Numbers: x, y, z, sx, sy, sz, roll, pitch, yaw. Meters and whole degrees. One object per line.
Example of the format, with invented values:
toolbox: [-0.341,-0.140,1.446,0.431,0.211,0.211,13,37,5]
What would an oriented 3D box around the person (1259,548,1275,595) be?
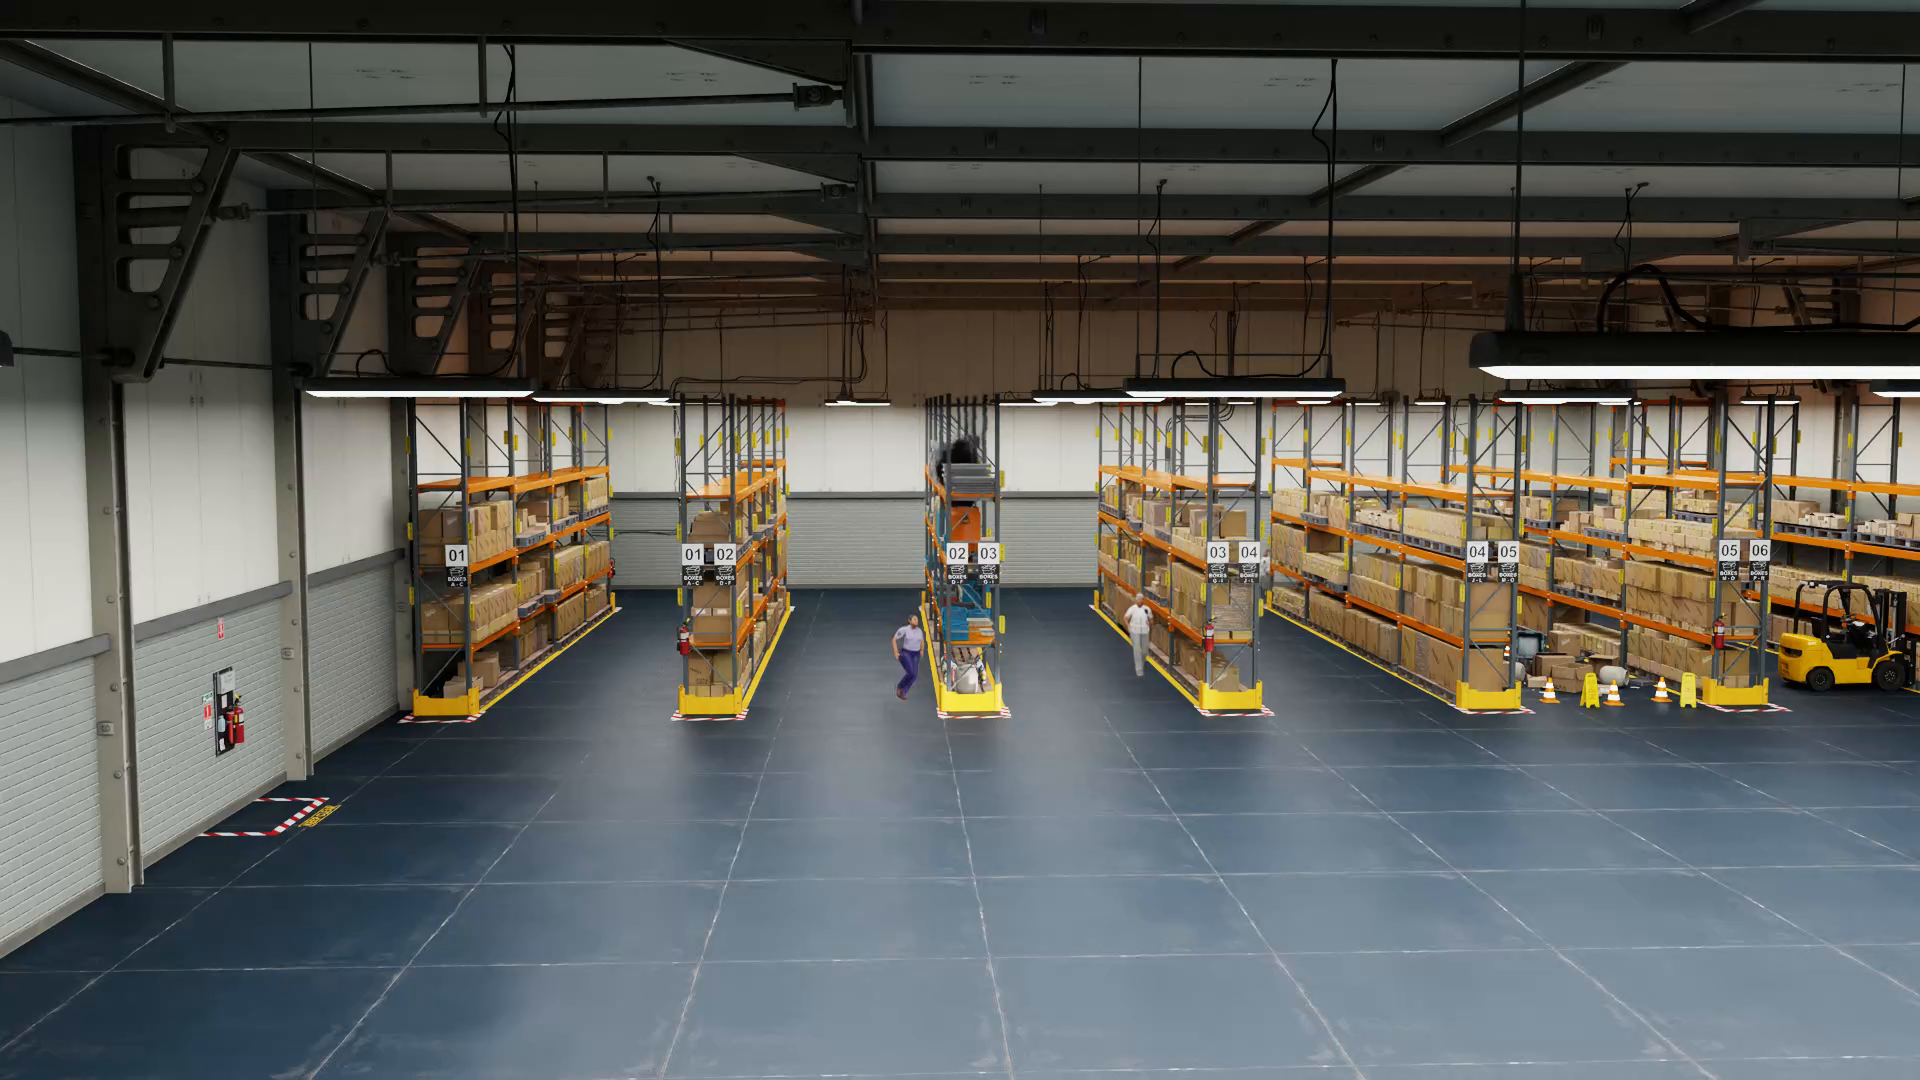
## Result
person: [8.977,1.057,48.853,0.814,1.685,0.638,-3,5,-30]

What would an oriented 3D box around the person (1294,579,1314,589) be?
person: [10.063,0.999,48.965,0.709,1.722,0.908,-4,6,-43]

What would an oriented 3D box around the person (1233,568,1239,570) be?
person: [7.647,1.060,48.102,1.004,1.720,0.839,3,6,36]

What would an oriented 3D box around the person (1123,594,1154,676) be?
person: [3.678,1.931,34.085,0.620,1.673,0.766,0,5,-6]

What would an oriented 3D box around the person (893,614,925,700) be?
person: [-0.890,2.187,31.087,0.637,1.582,0.496,-3,5,-34]
